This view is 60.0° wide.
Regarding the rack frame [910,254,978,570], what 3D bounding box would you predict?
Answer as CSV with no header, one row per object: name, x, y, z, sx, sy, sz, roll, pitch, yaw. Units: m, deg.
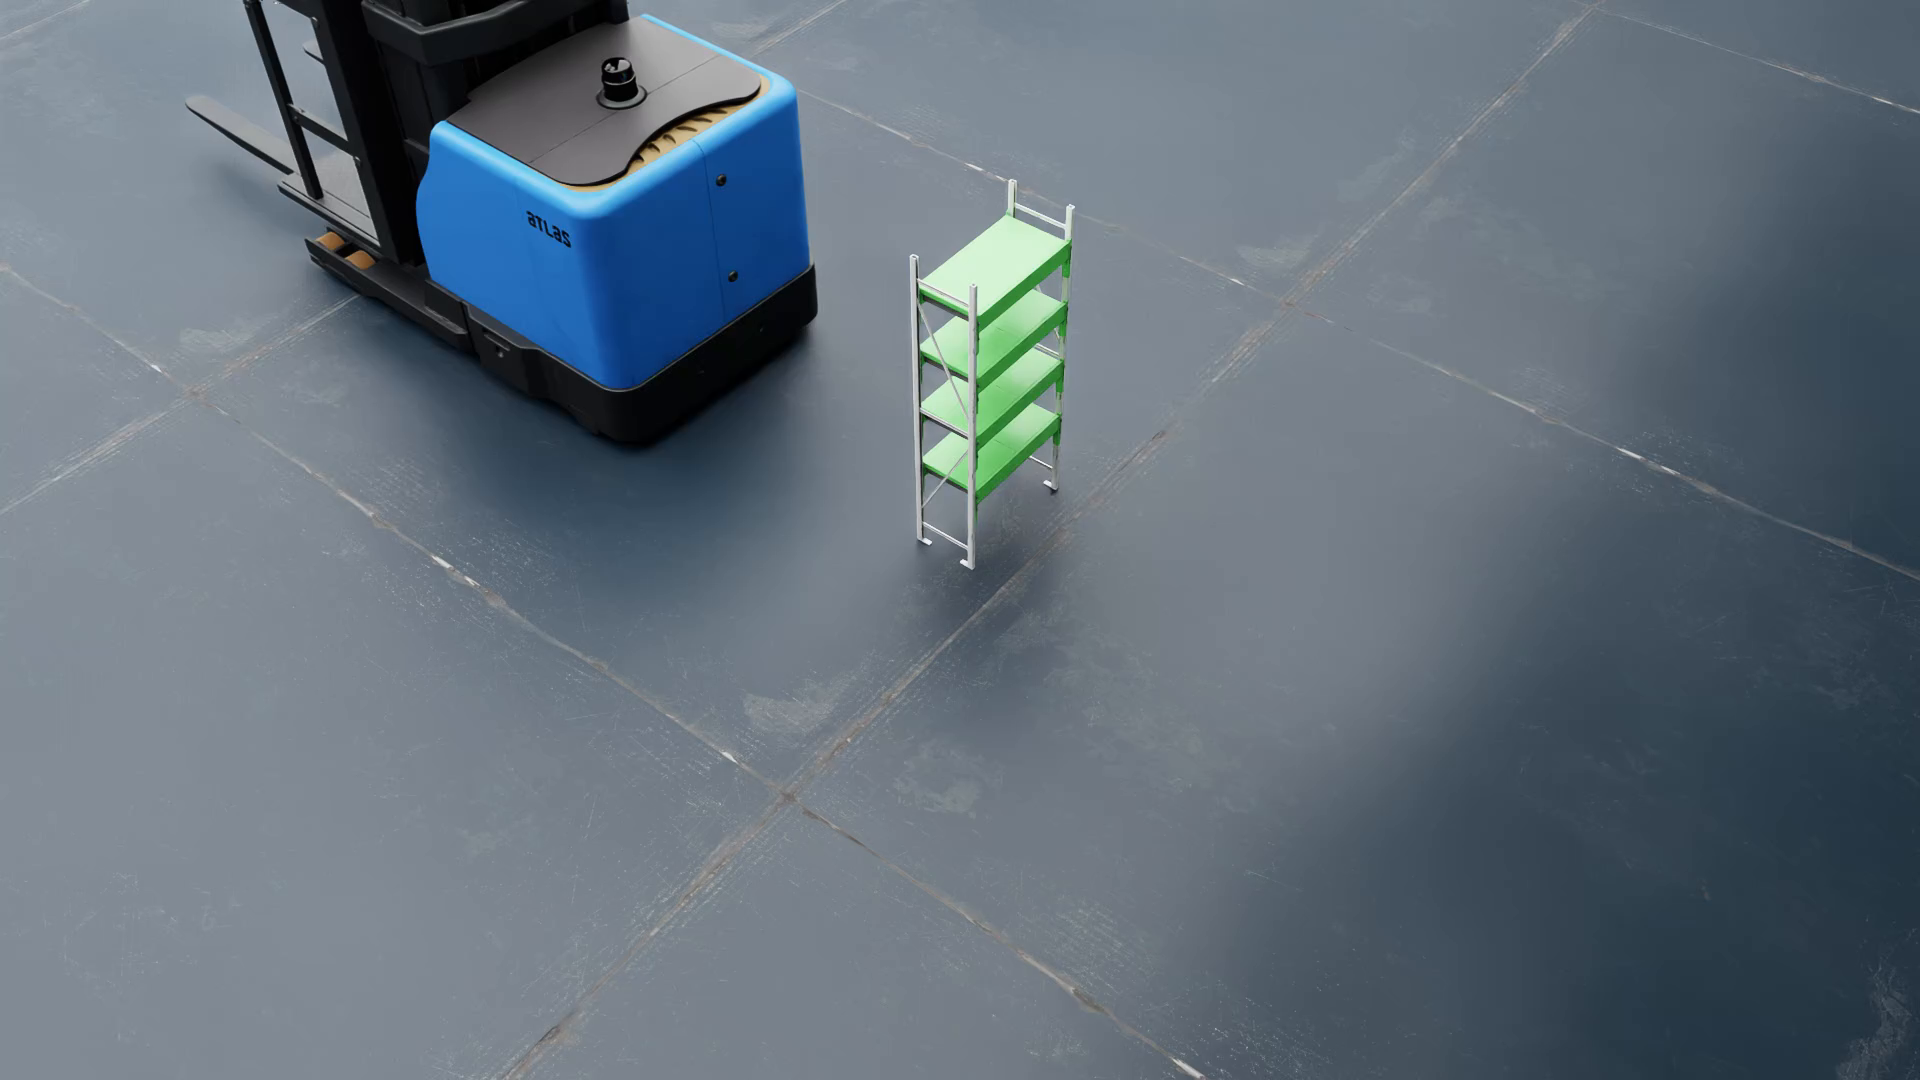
rack frame,-0.048,-0.370,5.273,0.240,1.200,0.015,29,53,25

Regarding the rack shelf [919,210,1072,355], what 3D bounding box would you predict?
rack shelf,0.101,-0.797,5.106,0.258,0.148,0.480,29,53,25

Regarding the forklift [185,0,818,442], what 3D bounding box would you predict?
forklift,-2.015,-2.272,5.894,3.031,2.935,1.130,31,54,26

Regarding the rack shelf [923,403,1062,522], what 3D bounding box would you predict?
rack shelf,0.101,-0.299,5.626,0.258,0.148,0.480,29,53,25

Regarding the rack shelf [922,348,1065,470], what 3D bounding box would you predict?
rack shelf,0.101,-0.465,5.453,0.258,0.148,0.480,29,53,25

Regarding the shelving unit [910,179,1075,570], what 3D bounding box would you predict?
shelving unit,0.101,-0.509,5.407,0.258,1.200,0.503,29,53,25

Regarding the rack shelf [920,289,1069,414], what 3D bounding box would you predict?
rack shelf,0.101,-0.631,5.279,0.258,0.148,0.480,29,53,25

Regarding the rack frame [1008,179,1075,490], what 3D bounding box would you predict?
rack frame,0.250,-0.649,5.540,0.240,1.200,0.015,29,53,25
